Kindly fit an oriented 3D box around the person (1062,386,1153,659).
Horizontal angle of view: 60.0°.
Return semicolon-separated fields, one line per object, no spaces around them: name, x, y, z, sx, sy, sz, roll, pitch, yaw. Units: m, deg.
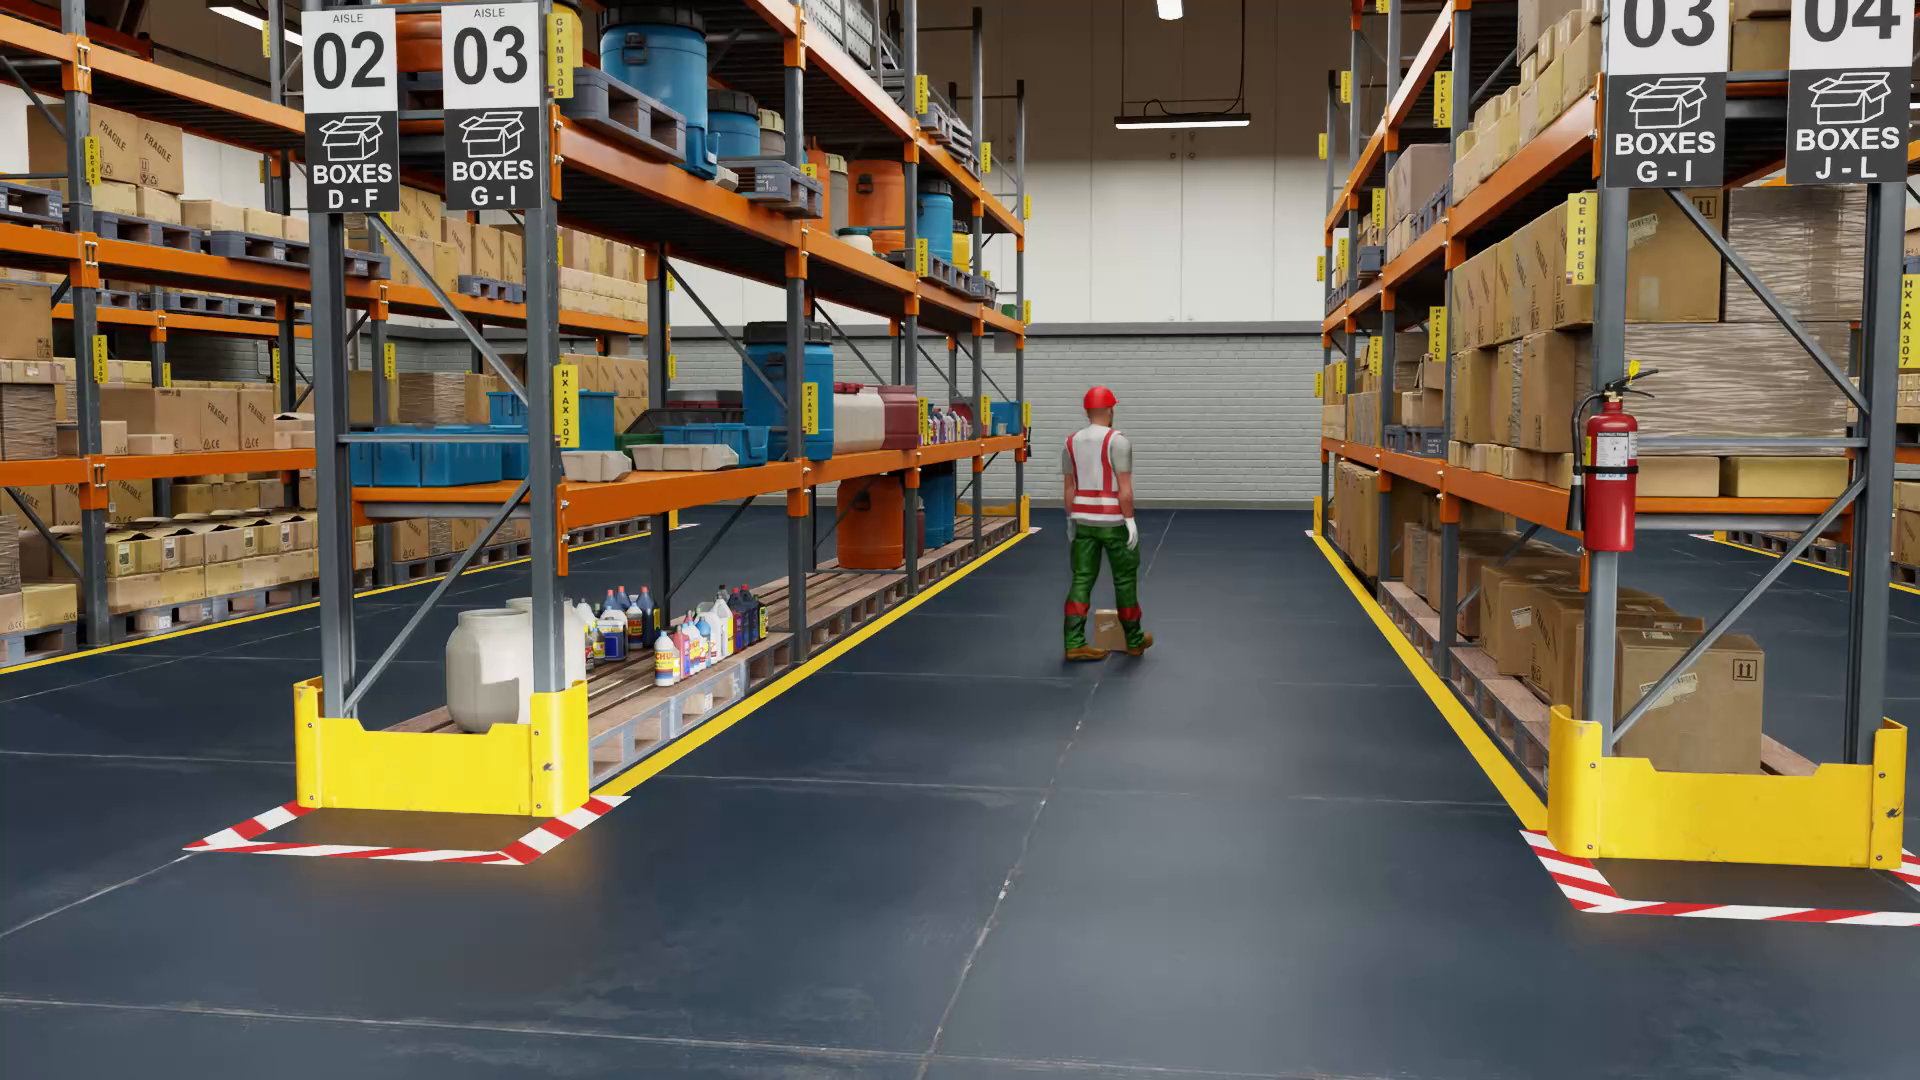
person;0.998;-0.118;10.920;0.565;1.781;0.727;3;6;38
